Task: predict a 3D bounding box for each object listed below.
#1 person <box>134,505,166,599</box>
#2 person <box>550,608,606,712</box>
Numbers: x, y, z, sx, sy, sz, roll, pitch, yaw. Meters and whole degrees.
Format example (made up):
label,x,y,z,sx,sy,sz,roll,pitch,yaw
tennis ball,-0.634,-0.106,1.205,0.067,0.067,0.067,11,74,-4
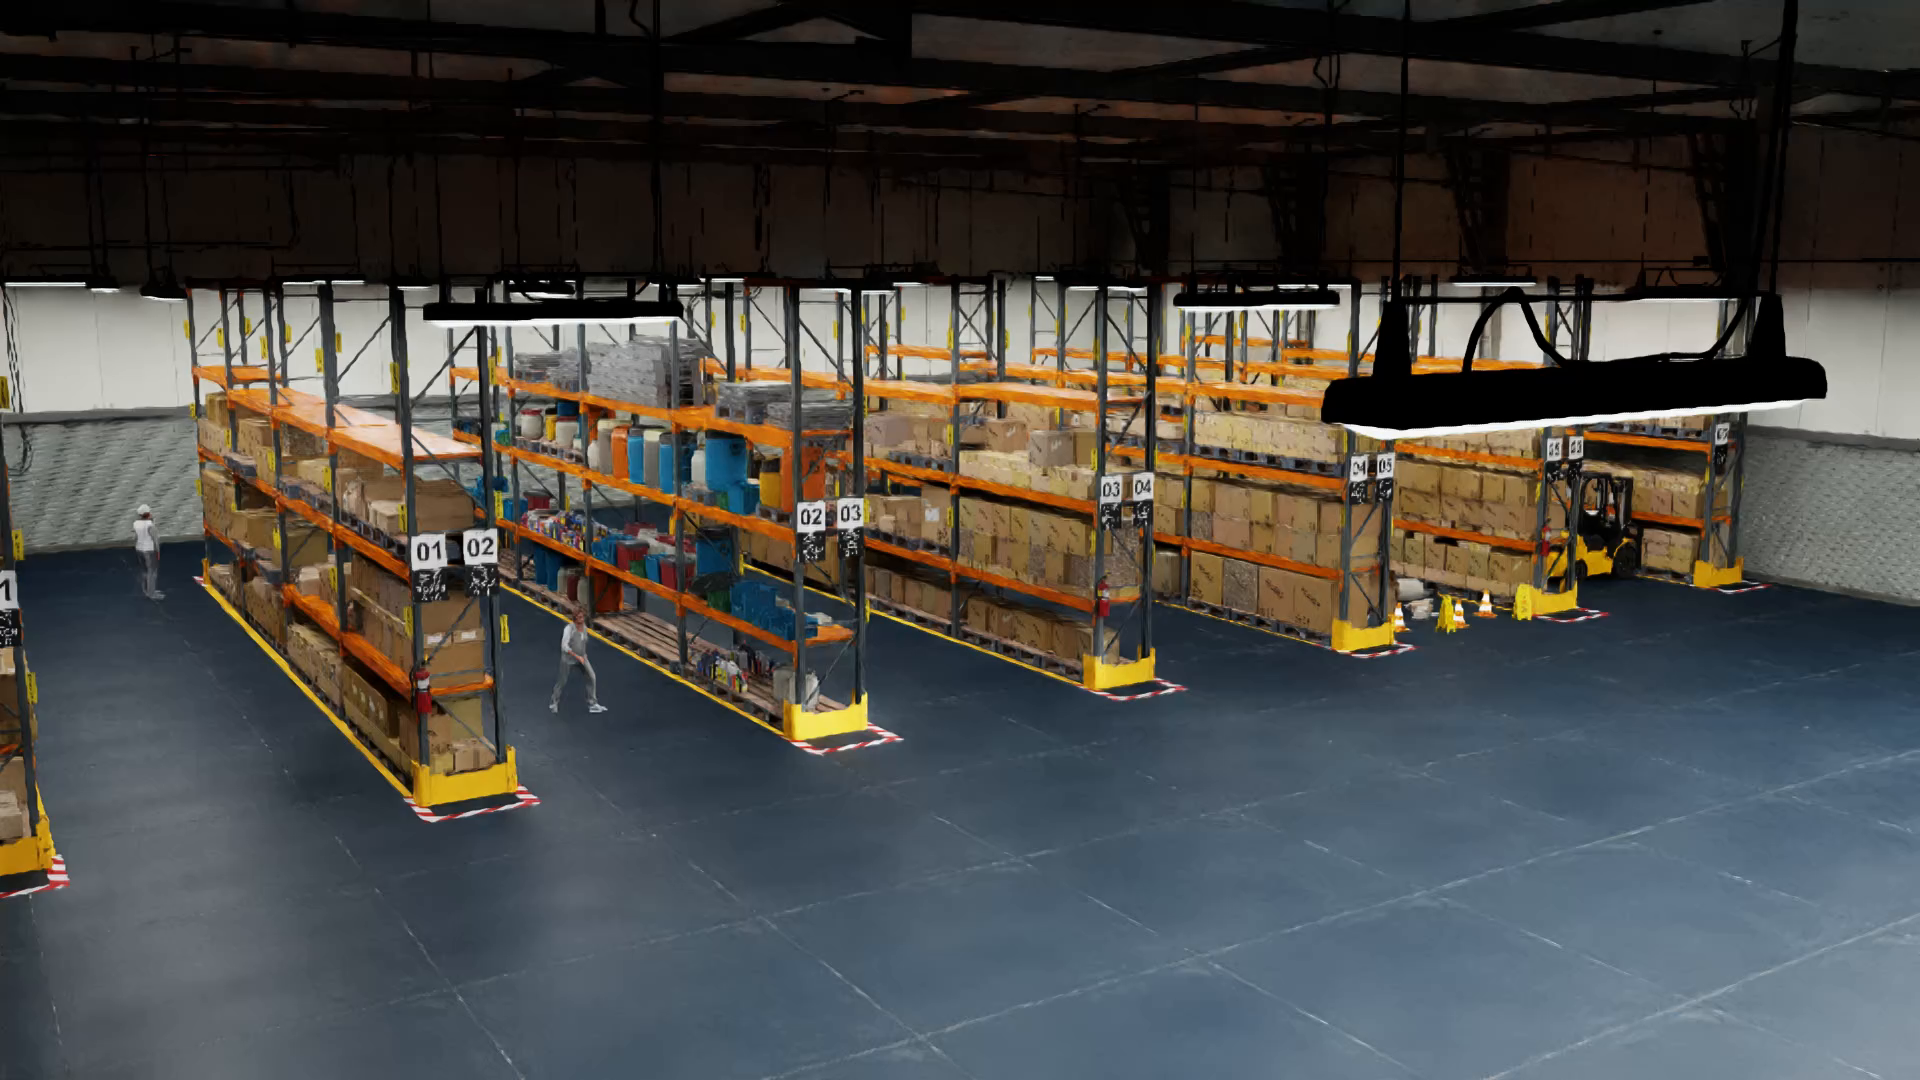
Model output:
label,x,y,z,sx,sy,sz,roll,pitch,yaw
person,-15.276,0.204,31.370,0.581,1.775,0.444,5,11,27
person,-5.431,1.675,23.391,0.782,1.527,0.562,8,12,40
